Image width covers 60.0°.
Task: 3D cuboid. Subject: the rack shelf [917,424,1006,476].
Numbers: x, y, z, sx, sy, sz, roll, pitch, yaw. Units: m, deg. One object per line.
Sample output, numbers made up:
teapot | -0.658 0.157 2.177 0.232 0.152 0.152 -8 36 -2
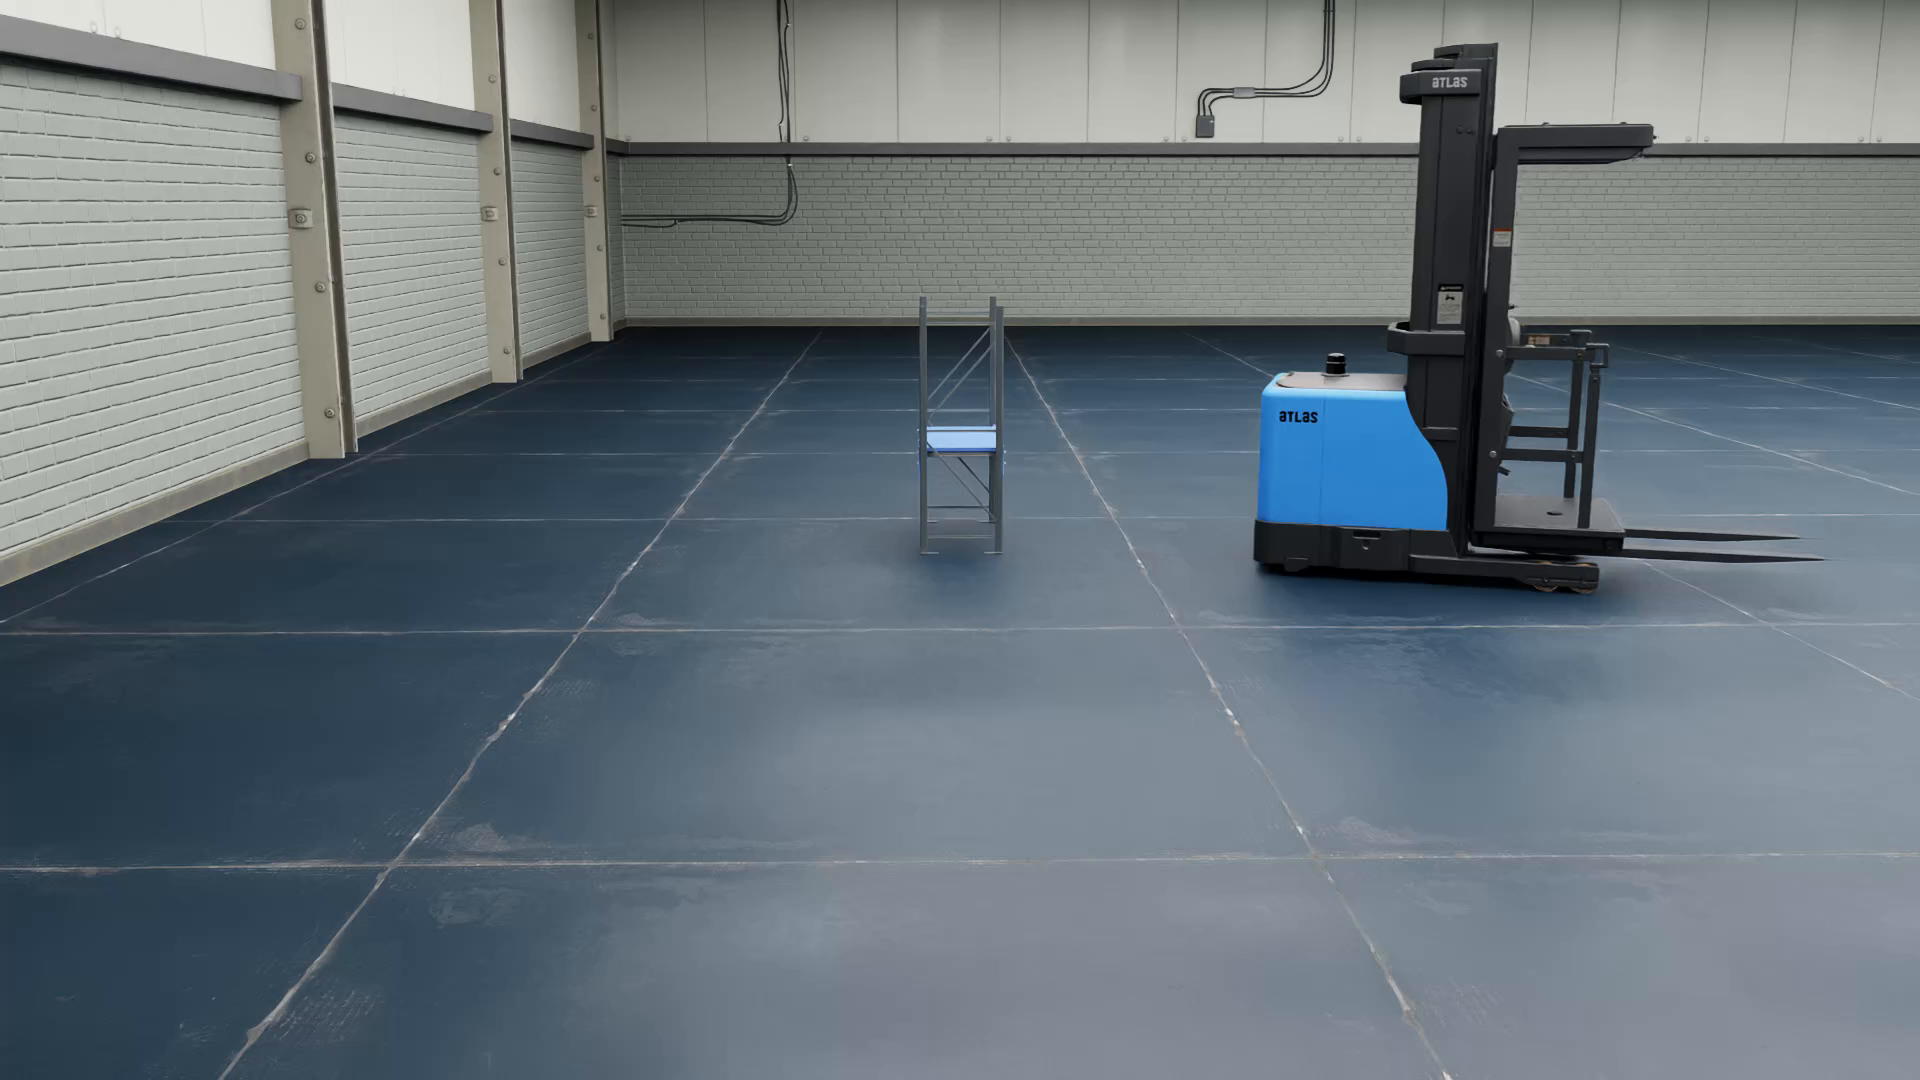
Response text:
rack shelf | -0.002 -0.576 10.529 0.538 0.185 1.000 0 11 -1

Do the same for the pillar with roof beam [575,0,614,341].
pillar with roof beam | -1.276 -7.537 25.075 9.100 9.000 0.400 0 11 -1

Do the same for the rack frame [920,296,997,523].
rack frame | -0.012 -0.853 10.992 0.500 1.500 0.032 0 11 -1

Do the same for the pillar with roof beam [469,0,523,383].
pillar with roof beam | -1.152 -6.344 19.196 9.100 9.000 0.400 0 11 -1

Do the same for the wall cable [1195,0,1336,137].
wall cable | 5.173 -9.813 27.740 2.305 6.003 0.169 0 11 -1

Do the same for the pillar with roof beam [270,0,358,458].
pillar with roof beam | -1.028 -5.151 13.317 9.100 9.000 0.400 0 11 -1

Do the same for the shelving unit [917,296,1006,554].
shelving unit | -0.002 -0.752 10.494 0.538 1.500 1.048 0 11 -1

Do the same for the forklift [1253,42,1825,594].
forklift | 3.277 -1.258 9.390 3.031 2.935 1.130 3 12 15

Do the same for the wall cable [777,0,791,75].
wall cable | -1.614 -9.074 27.763 3.097 2.526 0.112 0 11 -1

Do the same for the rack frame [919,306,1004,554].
rack frame | 0.009 -0.651 9.995 0.500 1.500 0.032 0 11 -1

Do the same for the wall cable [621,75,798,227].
wall cable | -4.319 -6.588 28.210 3.097 2.526 0.112 0 11 -1
